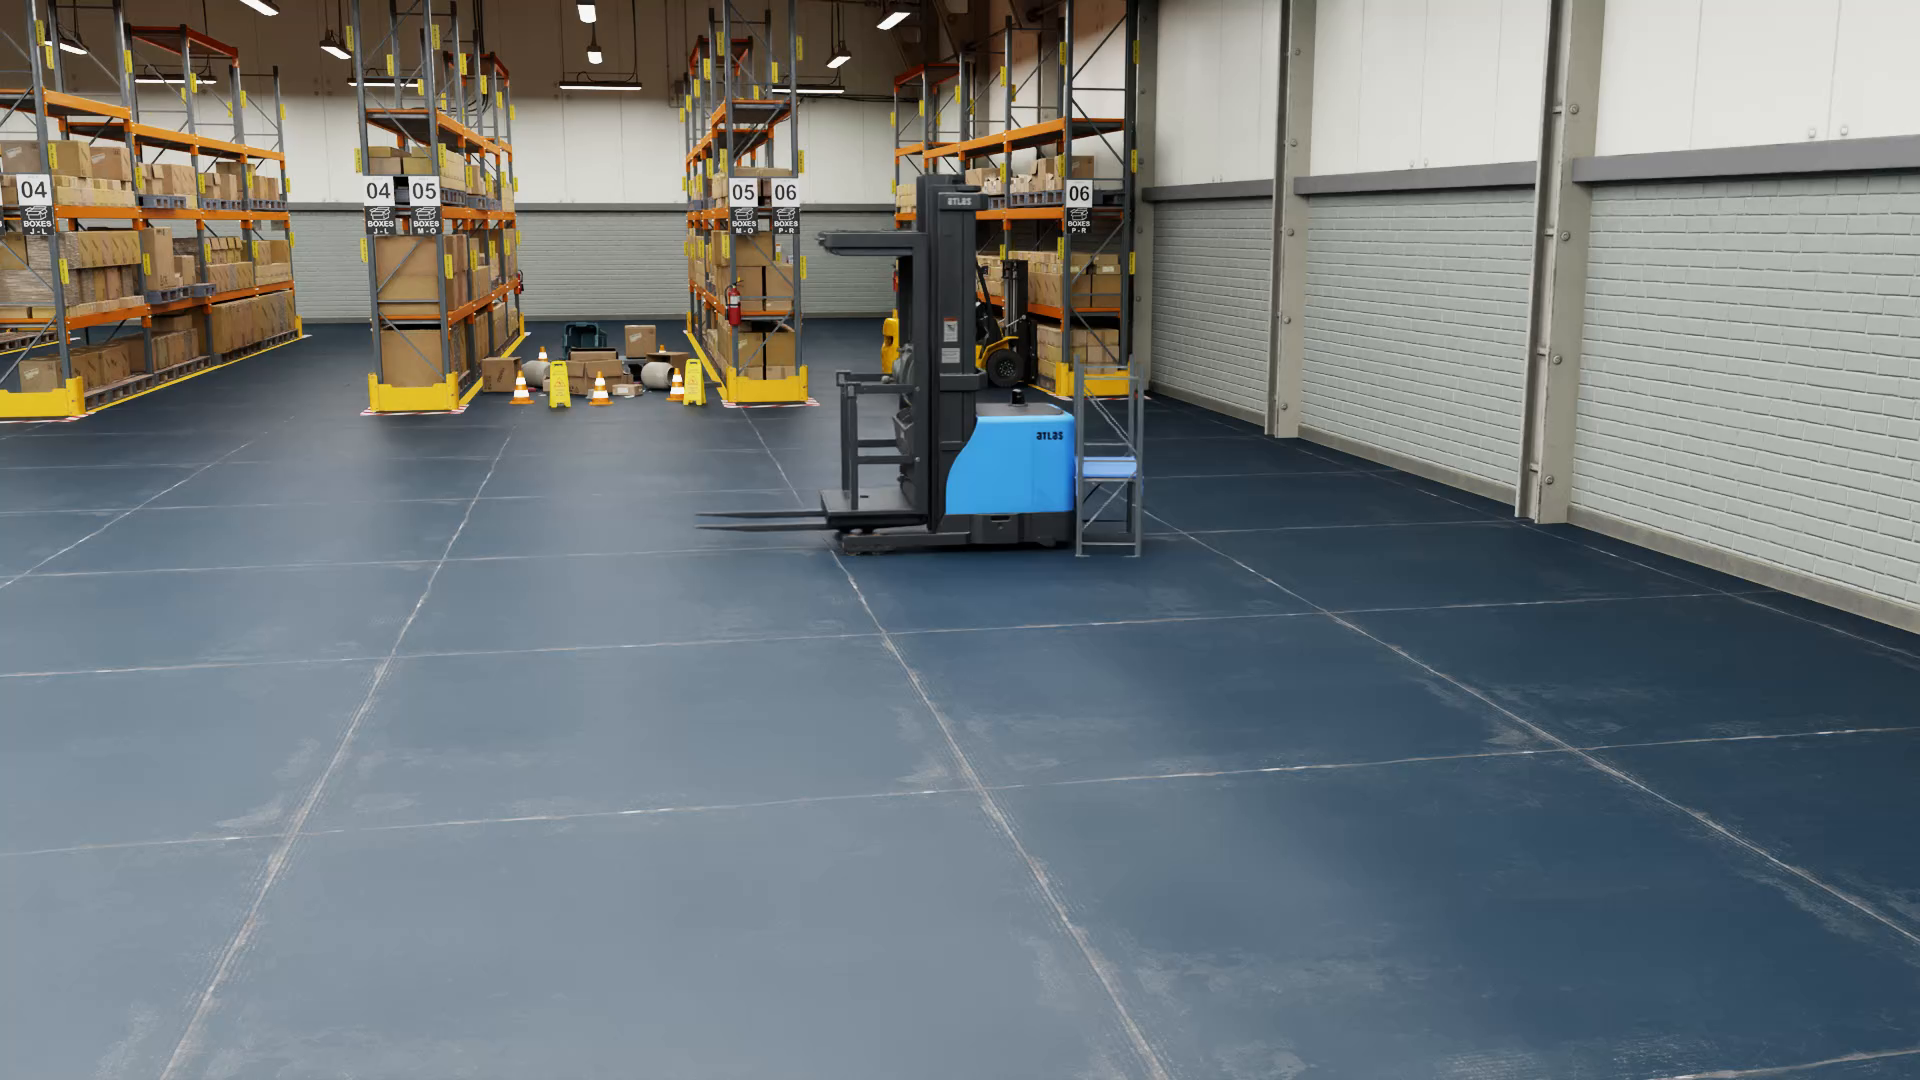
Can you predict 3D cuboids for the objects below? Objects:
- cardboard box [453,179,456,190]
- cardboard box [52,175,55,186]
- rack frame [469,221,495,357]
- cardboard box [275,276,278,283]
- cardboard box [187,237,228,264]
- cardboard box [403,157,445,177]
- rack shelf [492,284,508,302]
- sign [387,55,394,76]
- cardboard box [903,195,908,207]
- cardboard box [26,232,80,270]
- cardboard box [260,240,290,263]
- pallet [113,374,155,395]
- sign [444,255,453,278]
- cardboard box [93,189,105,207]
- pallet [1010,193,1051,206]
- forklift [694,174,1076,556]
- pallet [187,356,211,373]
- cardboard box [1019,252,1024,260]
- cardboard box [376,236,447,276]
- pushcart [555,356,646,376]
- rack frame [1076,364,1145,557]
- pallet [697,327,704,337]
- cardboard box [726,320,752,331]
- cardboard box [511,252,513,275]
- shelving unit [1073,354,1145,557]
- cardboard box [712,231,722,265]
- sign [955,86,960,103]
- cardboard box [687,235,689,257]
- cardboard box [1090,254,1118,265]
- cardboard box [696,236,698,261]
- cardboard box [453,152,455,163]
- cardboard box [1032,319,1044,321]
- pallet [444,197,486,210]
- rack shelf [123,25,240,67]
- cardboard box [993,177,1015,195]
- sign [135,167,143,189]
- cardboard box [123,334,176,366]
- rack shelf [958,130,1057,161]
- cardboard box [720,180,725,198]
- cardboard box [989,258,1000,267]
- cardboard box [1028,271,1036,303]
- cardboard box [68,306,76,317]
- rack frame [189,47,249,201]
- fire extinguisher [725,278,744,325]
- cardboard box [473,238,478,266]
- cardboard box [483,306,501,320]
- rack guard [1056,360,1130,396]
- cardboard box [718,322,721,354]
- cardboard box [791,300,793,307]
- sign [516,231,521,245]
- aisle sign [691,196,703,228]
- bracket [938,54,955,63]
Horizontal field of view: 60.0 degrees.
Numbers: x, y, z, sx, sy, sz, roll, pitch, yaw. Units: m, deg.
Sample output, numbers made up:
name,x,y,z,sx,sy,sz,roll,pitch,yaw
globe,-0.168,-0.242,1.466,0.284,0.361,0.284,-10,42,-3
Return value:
name,x,y,z,sx,sy,sz,roll,pitch,yaw
cardboard box,-7.752,-5.322,24.893,0.380,0.149,0.250,-2,11,-11
cardboard box,-12.368,-4.810,22.261,0.380,0.149,0.250,-2,11,-11
rack frame,-9.212,-4.785,30.814,1.000,3.000,0.127,-2,11,-11
cardboard box,-14.964,-5.633,35.943,0.380,0.149,0.250,-2,11,-10
cardboard box,-14.484,-5.542,31.842,0.797,0.503,0.637,-2,11,-9
cardboard box,-7.498,-5.217,23.276,0.500,0.250,0.500,-2,11,-11
rack shelf,-9.601,-4.798,32.808,1.077,0.370,4.000,-2,11,-11
sign,-8.964,-7.474,26.189,0.100,0.325,0.005,-2,11,-11
cardboard box,-1.040,-7.900,38.762,0.500,0.250,0.500,-2,11,-13
cardboard box,-12.381,-3.953,22.706,0.500,0.500,0.500,-2,11,-11
cardboard box,-15.300,-6.451,37.169,0.500,0.500,0.500,-2,11,-10
pallet,-13.154,-2.398,25.729,1.003,0.211,1.213,-2,11,-11
sign,-7.111,-3.801,23.117,0.100,0.325,0.005,-2,11,-11
cardboard box,-12.686,-4.934,23.976,0.500,0.250,0.500,-2,11,-9
pallet,1.461,-5.706,27.865,1.003,0.211,1.213,-2,11,-11
forklift,-0.633,-1.420,13.321,3.031,2.935,1.130,-2,11,-8
pallet,-13.947,-3.110,29.471,1.003,0.211,1.213,-2,11,-11
cardboard box,1.188,-4.734,27.746,0.380,0.149,0.250,-2,11,-10
cardboard box,-7.690,-3.991,23.355,0.875,0.550,0.550,-2,11,-11
pushcart,-5.825,-2.870,27.764,1.648,0.377,0.936,-6,13,-31
rack frame,1.161,-0.605,12.866,0.500,1.500,0.032,0,11,2
pallet,-5.466,-4.714,37.898,1.003,0.211,1.213,-2,11,-11
cardboard box,-3.369,-3.261,25.298,0.380,0.149,0.250,-2,11,-9
cardboard box,-10.138,-6.095,36.635,0.500,0.500,0.500,-2,11,-8
shelving unit,1.177,-0.700,13.365,0.538,1.500,1.048,0,11,2
cardboard box,-3.425,-4.471,25.429,0.700,0.500,0.500,-2,11,-12
sign,-0.038,-8.588,32.040,0.100,0.325,0.005,-2,11,-11
cardboard box,-6.118,-6.893,38.946,0.500,0.500,0.500,-2,11,-12
cardboard box,2.192,-4.281,25.367,0.380,0.149,0.250,-2,11,-12
cardboard box,-5.225,-6.074,34.645,0.500,0.500,0.500,-2,11,-11
cardboard box,-7.755,-5.715,24.824,0.380,0.149,0.250,-2,11,-10
cardboard box,1.146,-3.583,28.058,0.500,0.250,0.500,-2,11,-11
pallet,-8.814,-5.845,28.864,1.003,0.211,1.213,-2,11,-8
rack shelf,-14.486,-9.216,31.086,1.077,0.370,4.000,-2,11,-11
cardboard box,0.890,-6.240,29.285,0.500,0.311,0.500,-2,11,-13
sign,-12.788,-5.638,25.891,0.100,0.325,0.005,-2,11,-11
cardboard box,-13.601,-3.182,27.900,0.700,0.500,0.500,-3,11,-16
rack shelf,0.881,-7.195,30.425,1.077,0.370,4.000,-2,11,-11
cardboard box,-3.386,-5.334,25.279,0.500,0.250,0.500,-2,11,-9
cardboard box,0.740,-4.990,29.890,0.380,0.149,0.250,-2,11,-13
cardboard box,1.394,-4.109,26.993,0.500,0.500,0.500,-2,11,-11
cardboard box,-12.392,-3.140,22.843,0.380,0.149,0.250,-2,11,-11
rack frame,-14.875,-8.304,33.257,1.000,3.000,0.127,-2,11,-11
fire extinguisher,-3.250,-3.440,23.957,0.296,0.674,0.183,-2,11,-11
cardboard box,-9.035,-5.150,29.789,0.700,0.500,0.500,-2,11,-12
cardboard box,-9.291,-4.451,32.617,0.500,0.250,0.500,-2,11,-11
rack guard,2.053,-2.465,25.311,1.175,0.500,0.348,-2,11,-11
cardboard box,-3.748,-3.356,27.530,0.500,0.500,0.500,-2,11,-8
cardboard box,-2.718,-3.560,25.050,0.380,0.149,0.250,-2,11,-13
sign,-10.220,-6.993,38.472,0.100,0.325,0.005,-2,11,-11
aisle sign,-6.231,-7.730,39.337,0.394,0.787,0.004,-2,11,-11
bracket,-0.467,-11.310,39.424,0.076,0.066,4.783,-2,11,-11
